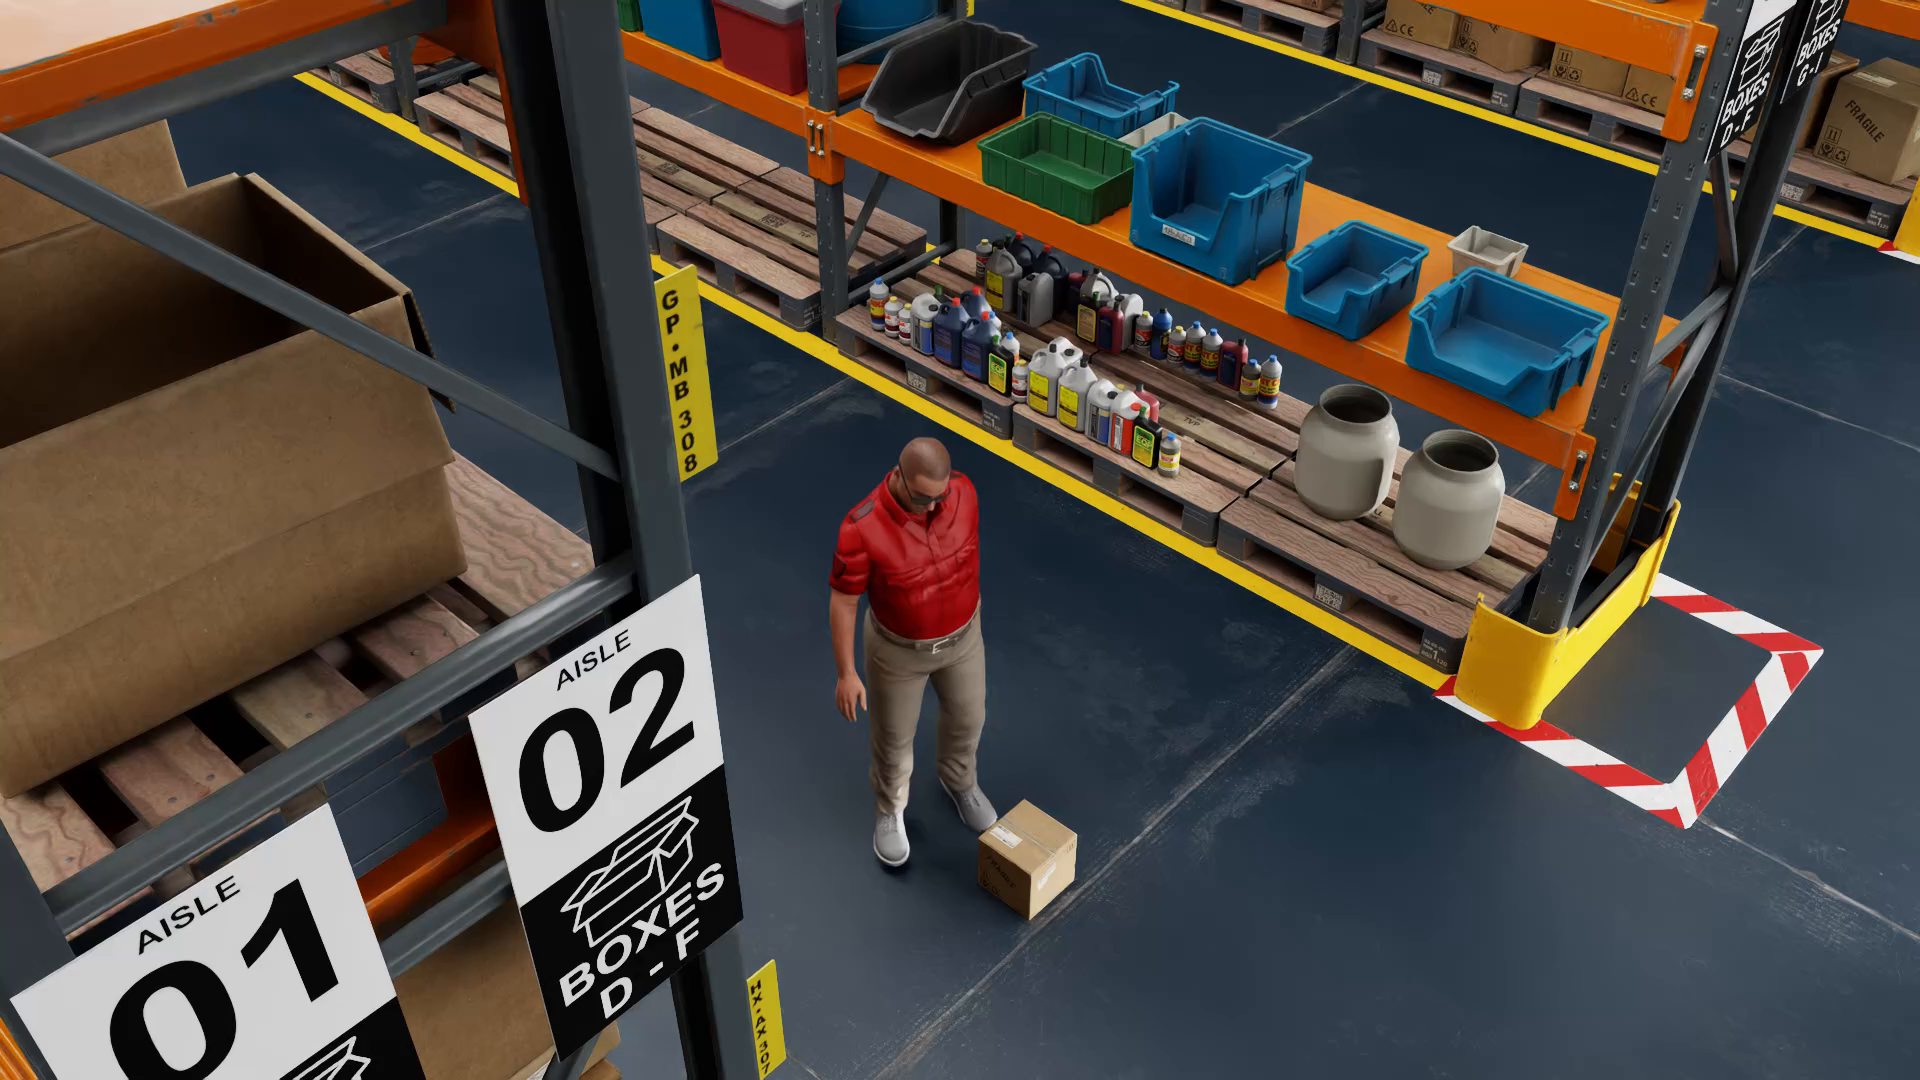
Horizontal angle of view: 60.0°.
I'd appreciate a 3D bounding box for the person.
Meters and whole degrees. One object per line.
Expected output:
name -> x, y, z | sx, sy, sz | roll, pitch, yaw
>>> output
person -> -0.151, 0.380, 5.709 | 0.665, 1.772, 0.401 | -19, 43, -22
